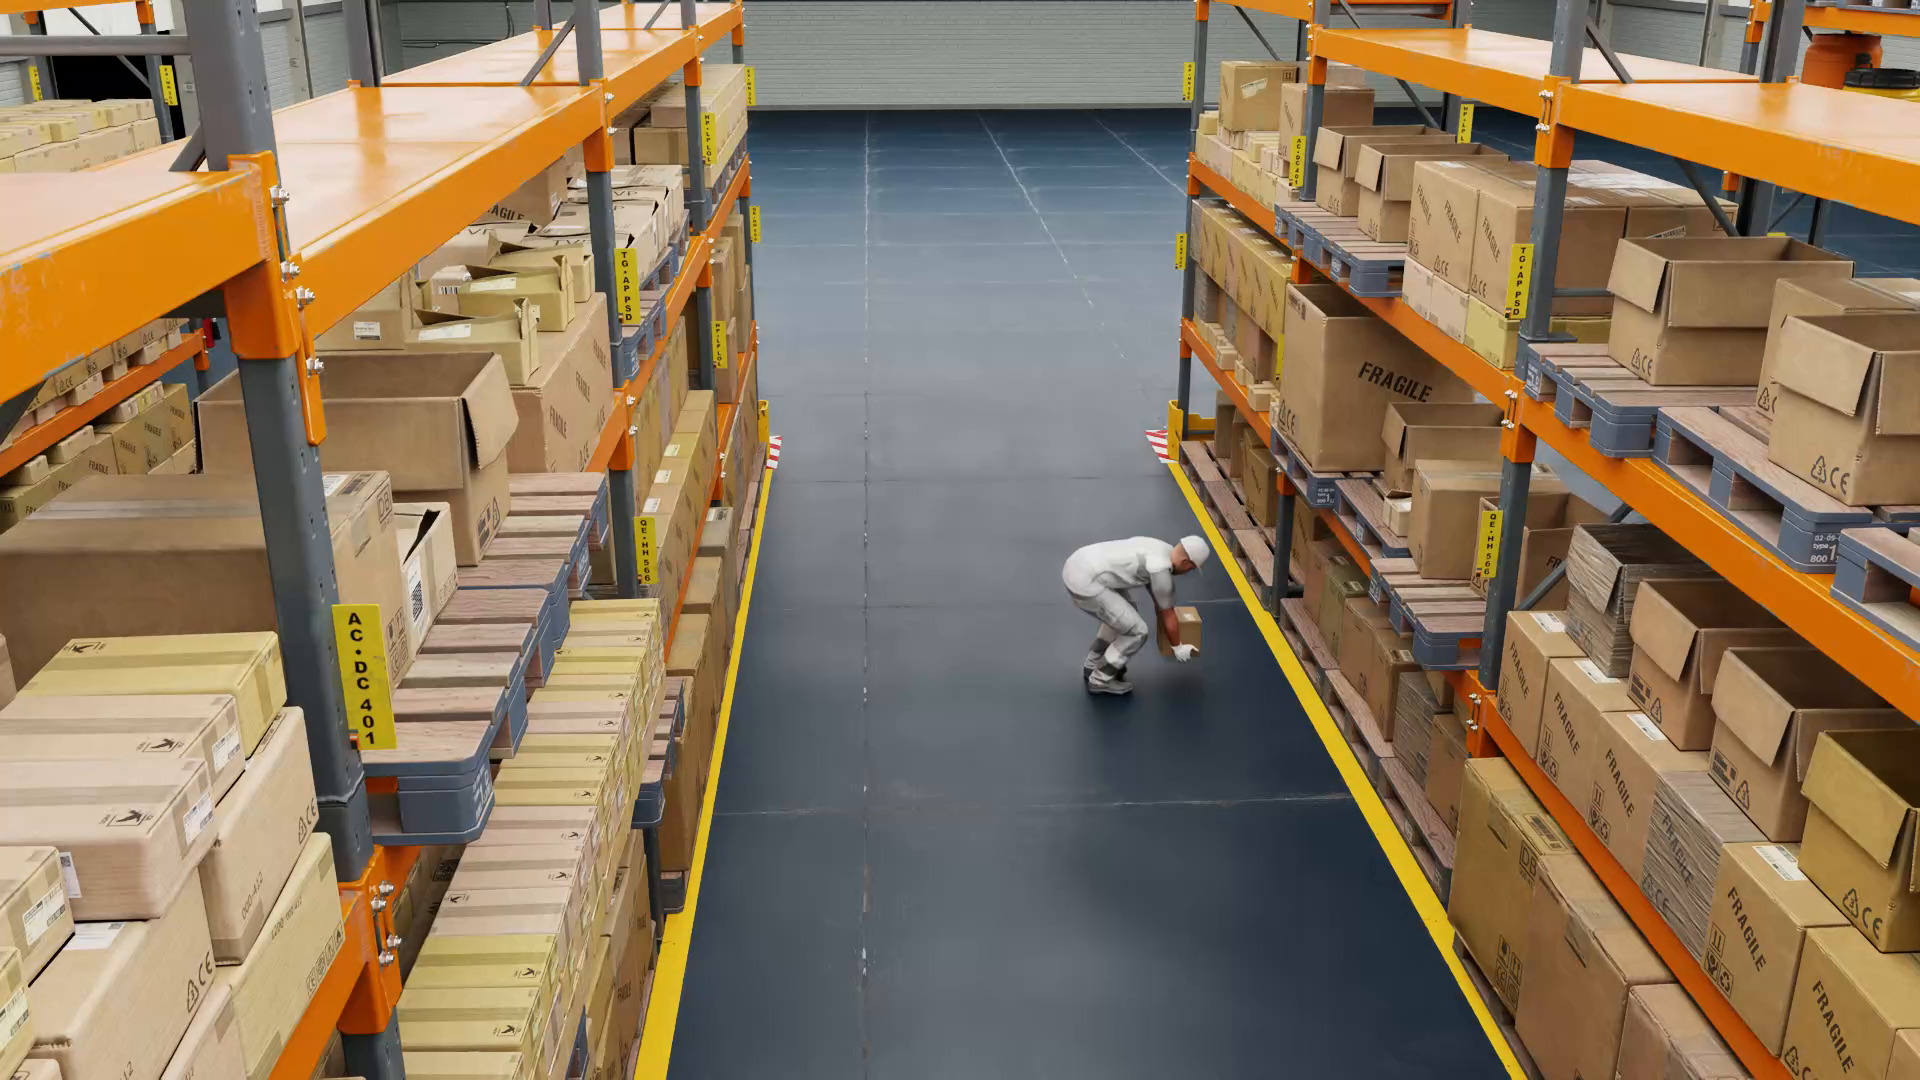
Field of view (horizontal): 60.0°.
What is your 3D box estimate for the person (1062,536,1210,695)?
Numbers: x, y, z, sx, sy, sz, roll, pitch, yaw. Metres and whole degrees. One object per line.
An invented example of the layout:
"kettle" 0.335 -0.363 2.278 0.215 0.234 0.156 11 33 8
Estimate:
"person" 1.143 0.472 10.881 0.958 1.012 0.534 -2 20 -6
